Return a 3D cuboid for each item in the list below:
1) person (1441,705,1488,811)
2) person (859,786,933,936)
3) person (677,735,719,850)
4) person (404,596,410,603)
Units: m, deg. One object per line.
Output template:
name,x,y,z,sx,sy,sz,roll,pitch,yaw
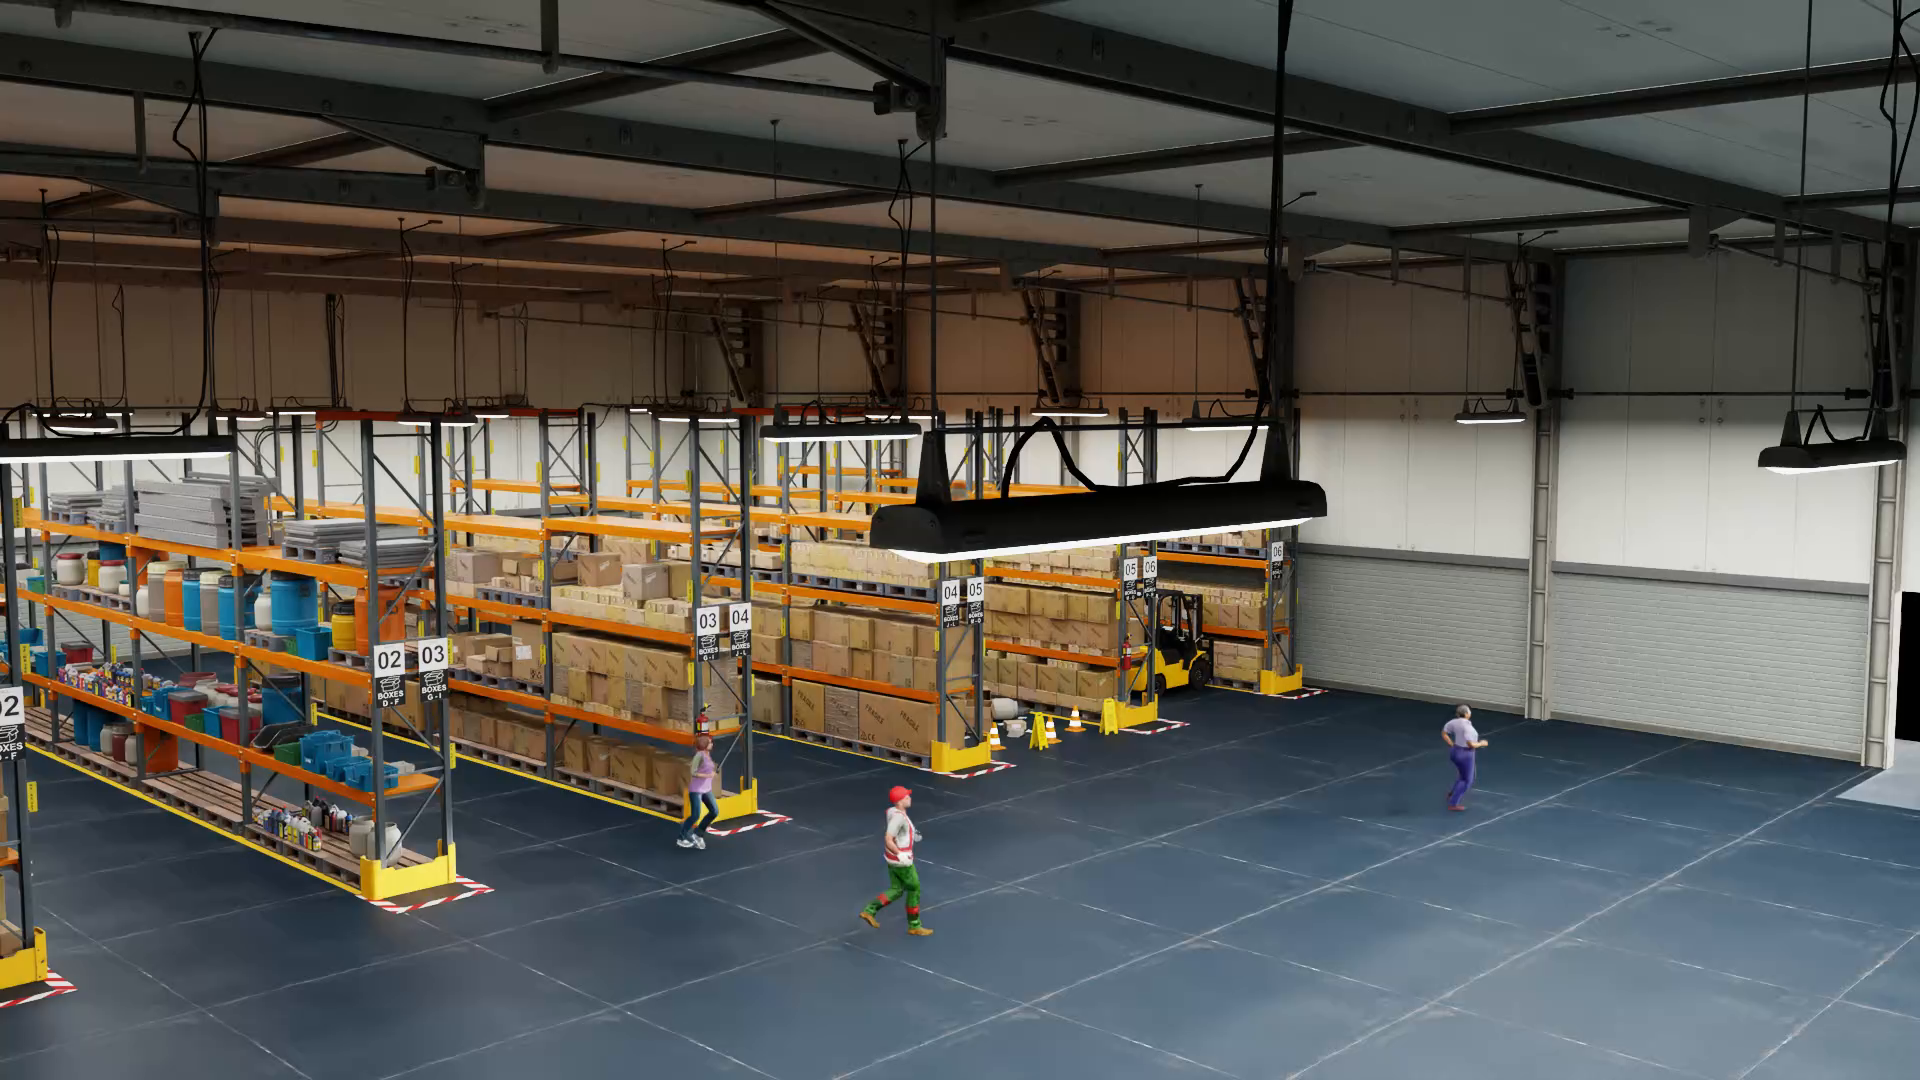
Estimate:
person,7.669,3.289,25.217,0.605,1.615,0.582,-1,5,-13
person,-0.745,3.734,19.328,0.873,1.788,0.643,-1,5,-16
person,-3.582,3.504,23.169,0.618,1.571,0.547,2,6,25
person,-12.682,2.085,37.910,0.721,1.794,0.801,0,5,-2
